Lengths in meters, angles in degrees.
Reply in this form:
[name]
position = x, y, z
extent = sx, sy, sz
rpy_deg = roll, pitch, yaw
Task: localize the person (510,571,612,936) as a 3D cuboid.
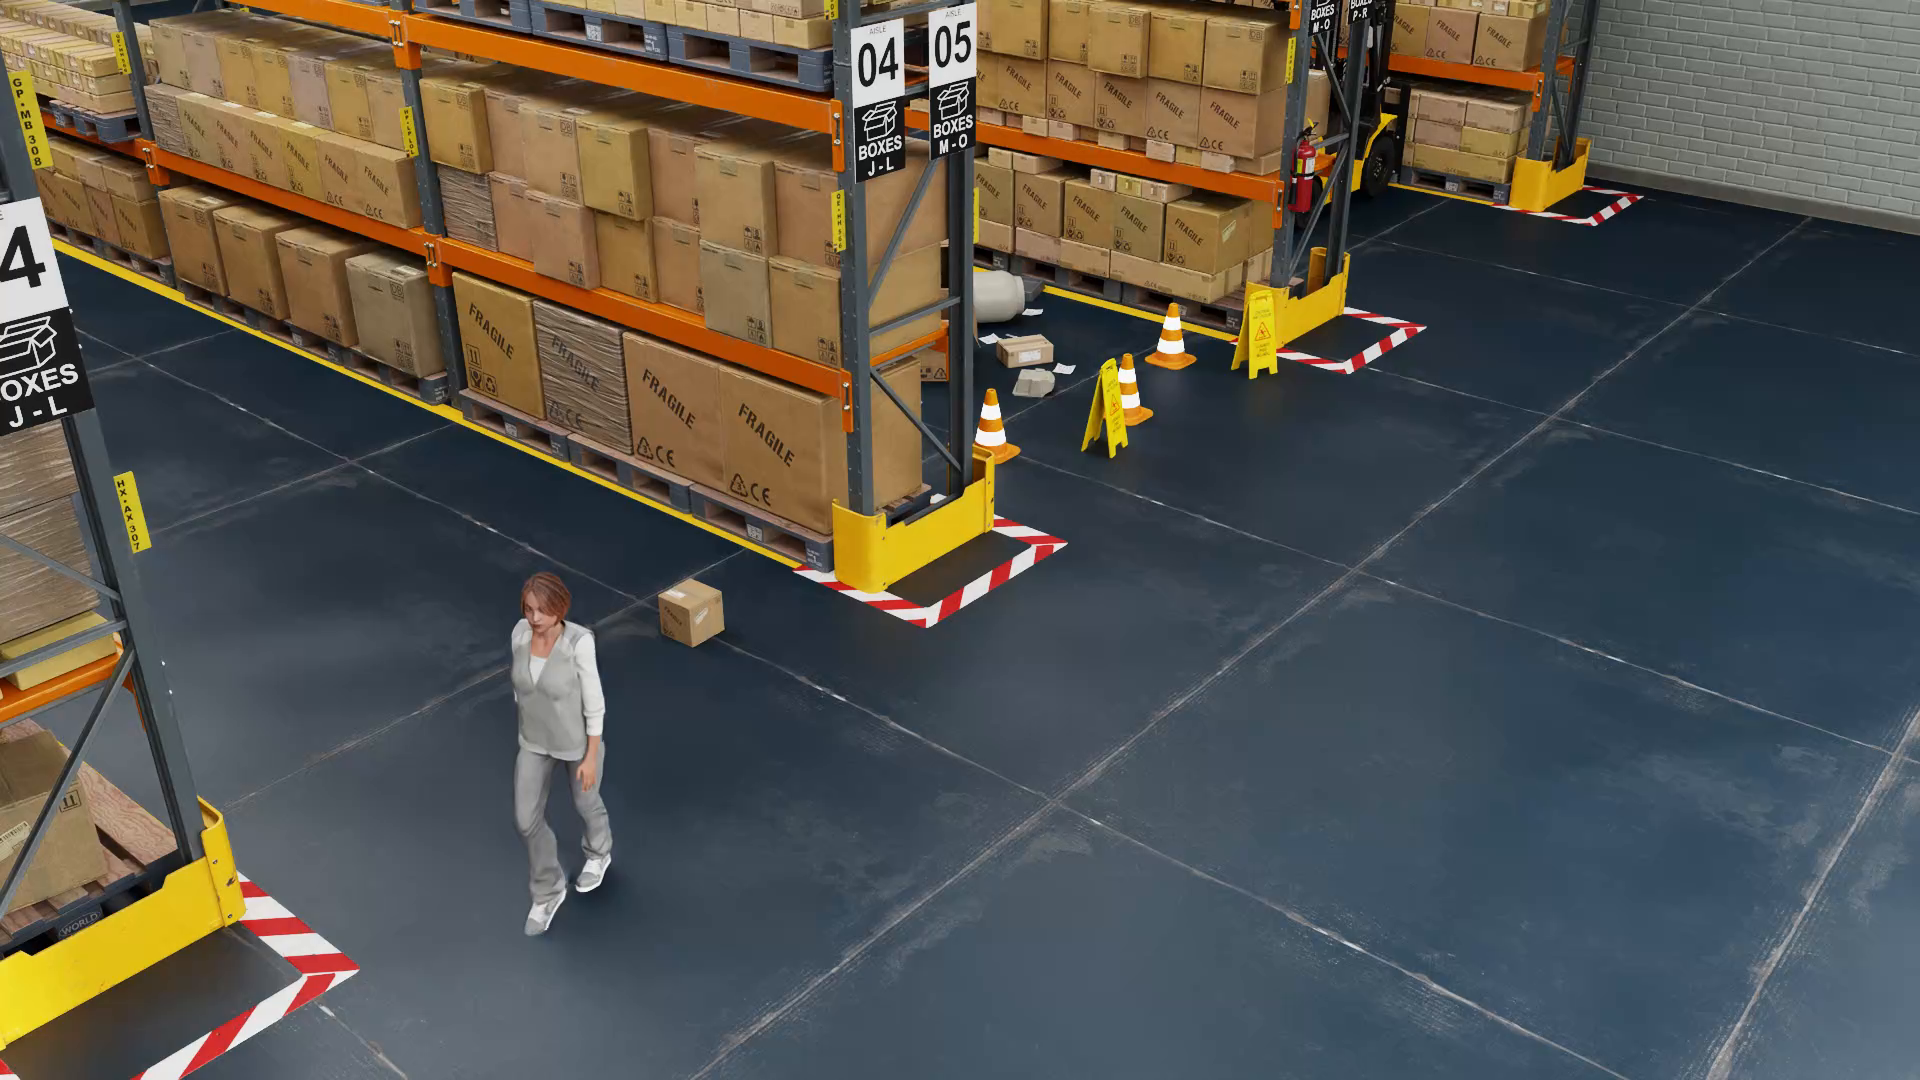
[person]
position = -1.670, 0.885, 6.964
extent = 0.454, 1.650, 0.548
rpy_deg = 5, 28, 10
